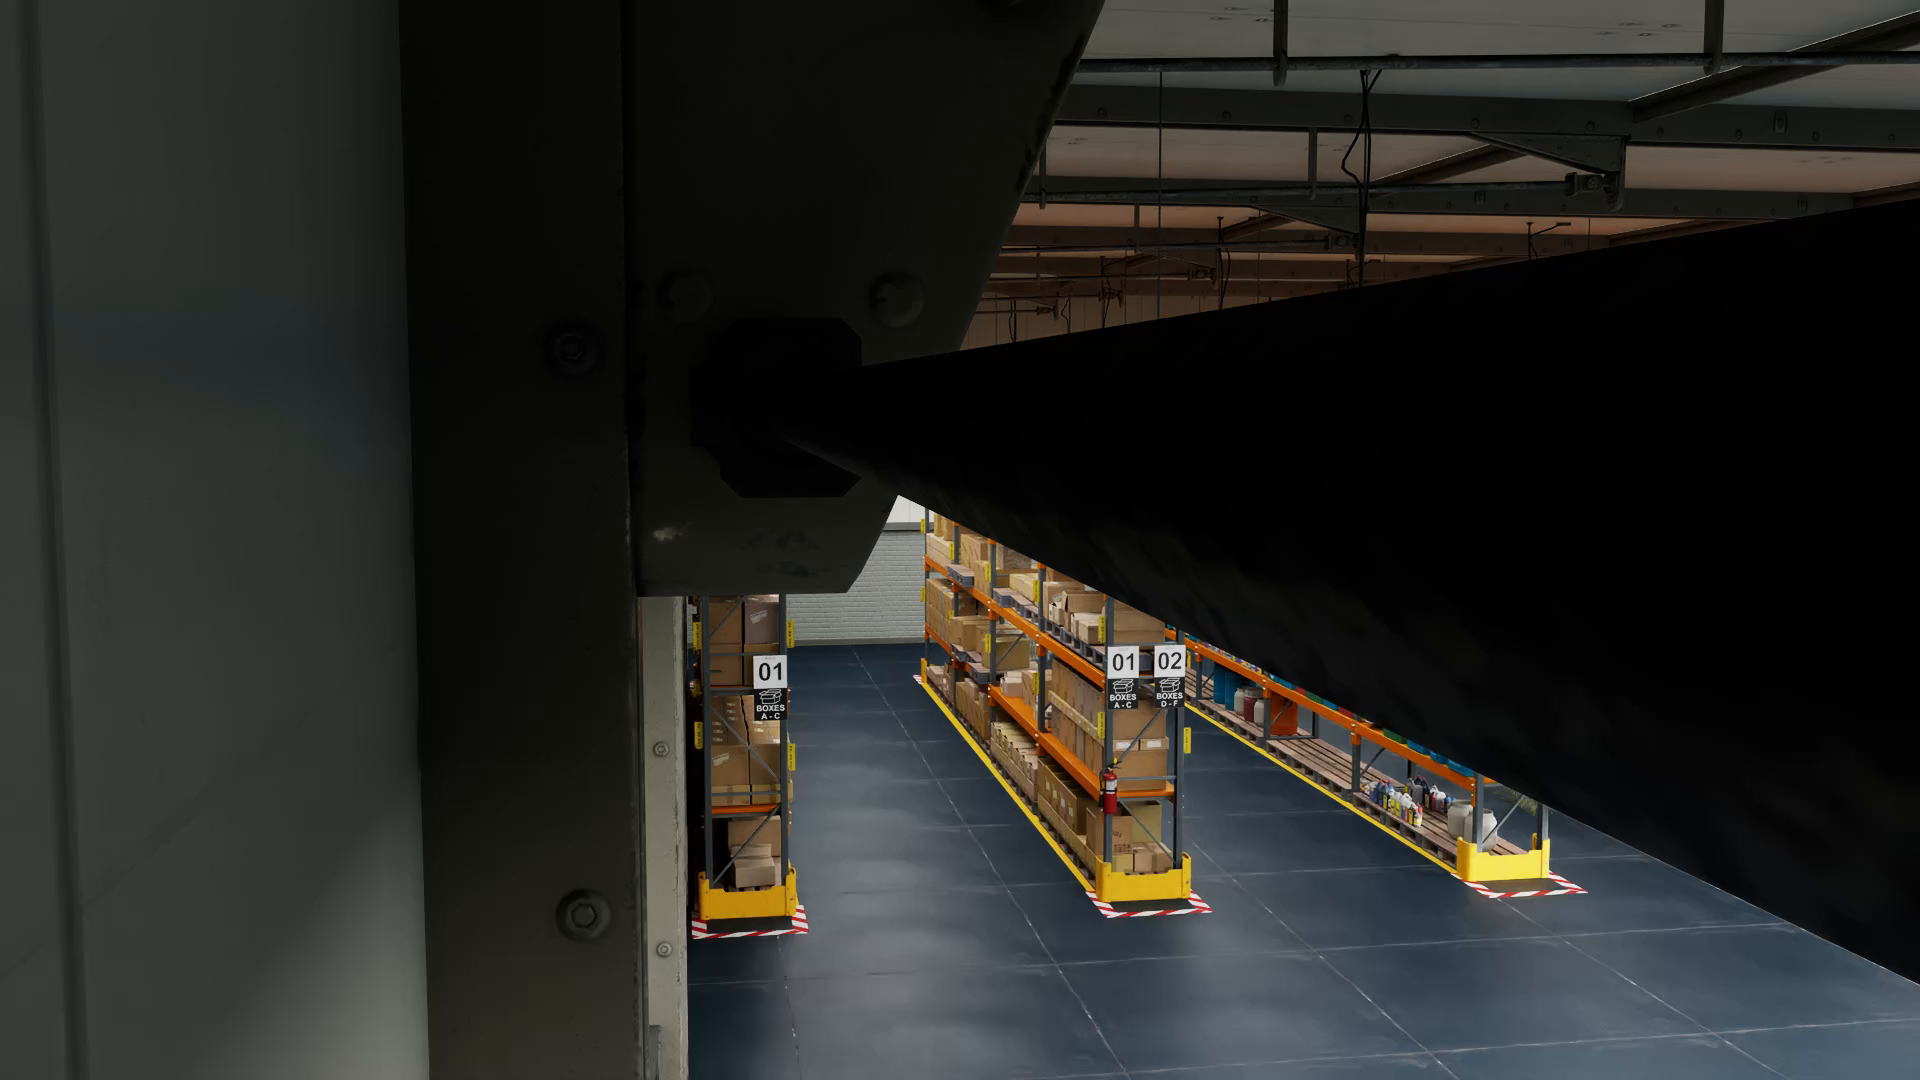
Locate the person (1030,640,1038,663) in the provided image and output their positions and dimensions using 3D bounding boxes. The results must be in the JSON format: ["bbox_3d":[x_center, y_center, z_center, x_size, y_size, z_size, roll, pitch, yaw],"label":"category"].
[{"bbox_3d":[1.852,2.022,38.994,0.640,1.724,0.741,2,5,21],"label":"person"}]

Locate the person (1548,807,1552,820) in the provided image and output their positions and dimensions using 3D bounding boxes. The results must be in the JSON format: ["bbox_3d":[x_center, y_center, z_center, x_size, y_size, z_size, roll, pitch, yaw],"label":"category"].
[{"bbox_3d":[8.955,3.260,24.873,0.743,1.729,0.833,0,5,-5],"label":"person"}]

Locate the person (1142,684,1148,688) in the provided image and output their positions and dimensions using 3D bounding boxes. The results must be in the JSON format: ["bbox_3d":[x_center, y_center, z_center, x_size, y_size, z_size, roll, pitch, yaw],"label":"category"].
[{"bbox_3d":[3.710,2.612,33.618,0.578,1.566,0.524,2,5,21],"label":"person"}]
